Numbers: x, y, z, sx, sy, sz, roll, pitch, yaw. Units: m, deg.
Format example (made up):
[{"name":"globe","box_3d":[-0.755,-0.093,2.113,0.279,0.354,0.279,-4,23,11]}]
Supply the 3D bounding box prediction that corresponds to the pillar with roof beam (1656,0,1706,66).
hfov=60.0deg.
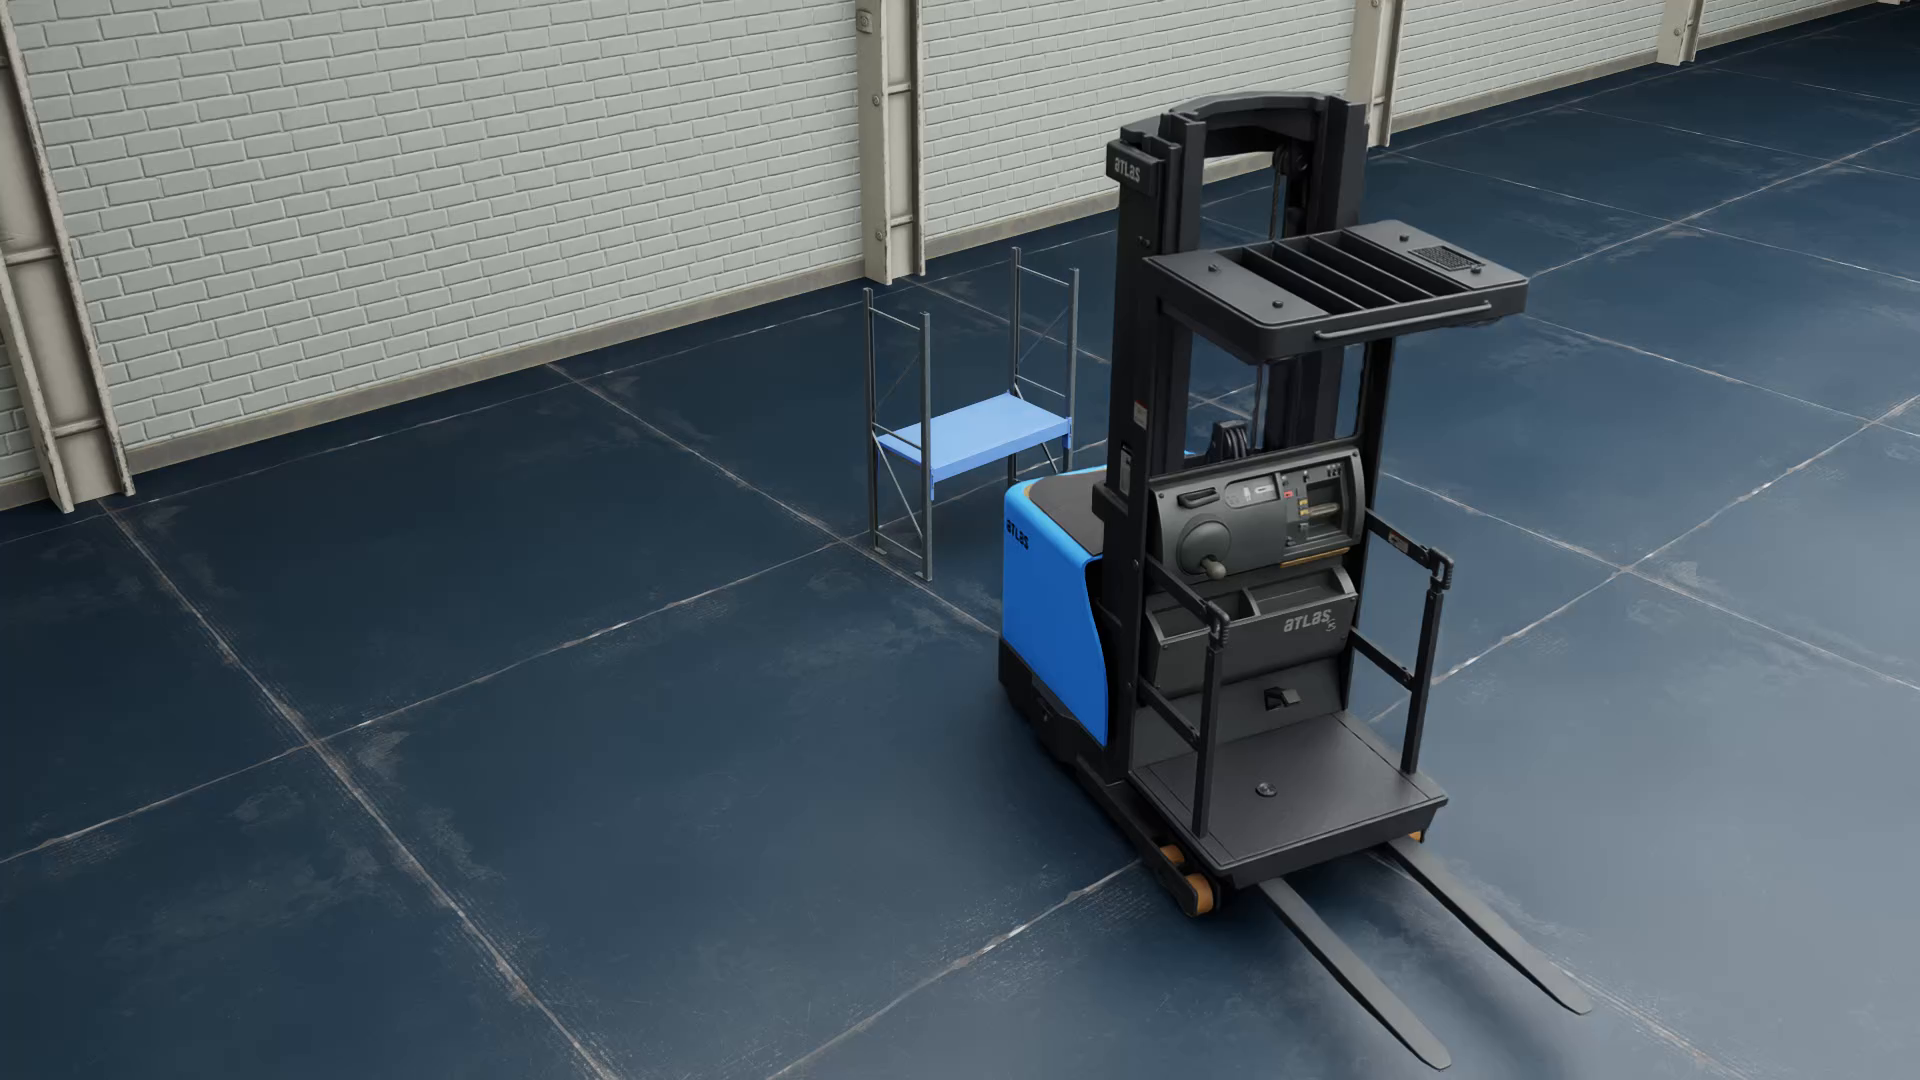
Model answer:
[{"name":"pillar with roof beam","box_3d":[11.402,-8.198,15.043,0.400,9.000,9.100,-22,35,-35]}]

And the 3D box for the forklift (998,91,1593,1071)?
[{"name":"forklift","box_3d":[1.255,-0.057,6.248,1.130,2.935,3.031,-12,30,-22]}]

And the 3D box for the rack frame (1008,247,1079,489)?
[{"name":"rack frame","box_3d":[0.452,-0.843,9.236,0.032,1.500,0.500,-22,35,-35]}]

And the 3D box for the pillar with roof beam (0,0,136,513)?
[{"name":"pillar with roof beam","box_3d":[-2.292,-2.692,4.739,0.400,9.000,9.100,-22,35,-35]}]

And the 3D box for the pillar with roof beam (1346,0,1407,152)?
[{"name":"pillar with roof beam","box_3d":[6.837,-6.363,11.609,0.400,9.000,9.100,-22,35,-35]}]

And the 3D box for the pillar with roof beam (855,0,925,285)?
[{"name":"pillar with roof beam","box_3d":[2.273,-4.527,8.174,0.400,9.000,9.100,-22,35,-35]}]

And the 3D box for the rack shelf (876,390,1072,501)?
[{"name":"rack shelf","box_3d":[0.065,-0.529,9.030,1.000,0.185,0.538,-22,35,-35]}]

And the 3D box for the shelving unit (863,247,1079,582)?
[{"name":"shelving unit","box_3d":[0.065,-0.688,8.945,1.048,1.500,0.538,-22,35,-35]}]

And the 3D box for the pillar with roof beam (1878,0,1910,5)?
[{"name":"pillar with roof beam","box_3d":[15.966,-10.034,18.478,0.400,9.000,9.100,-22,35,-35]}]

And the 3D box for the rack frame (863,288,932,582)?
[{"name":"rack frame","box_3d":[-0.322,-0.532,8.654,0.032,1.500,0.500,-22,35,-35]}]
